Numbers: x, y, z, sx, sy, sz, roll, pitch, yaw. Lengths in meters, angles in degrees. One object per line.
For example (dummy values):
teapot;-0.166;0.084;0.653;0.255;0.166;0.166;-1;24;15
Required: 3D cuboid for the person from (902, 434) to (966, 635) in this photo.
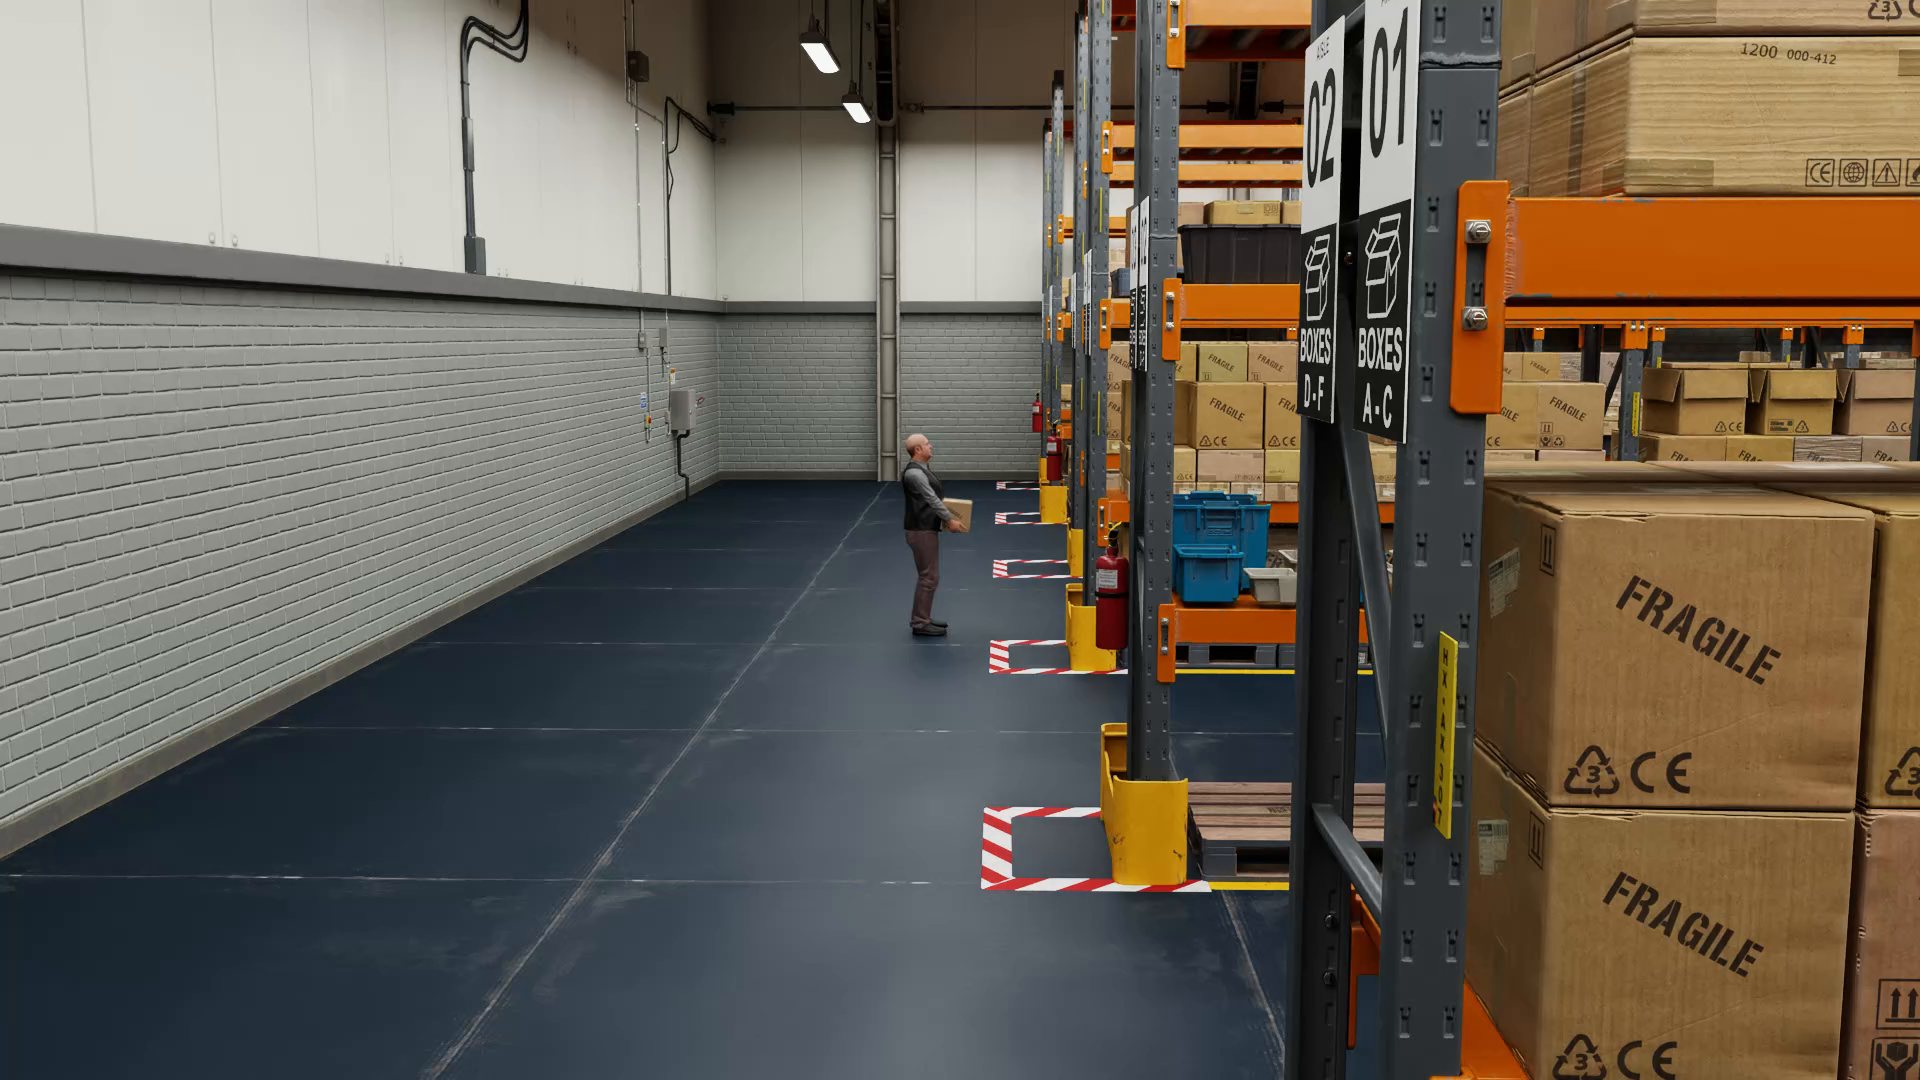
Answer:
person;-0.219;-0.054;14.326;0.550;1.714;0.496;0;7;1
